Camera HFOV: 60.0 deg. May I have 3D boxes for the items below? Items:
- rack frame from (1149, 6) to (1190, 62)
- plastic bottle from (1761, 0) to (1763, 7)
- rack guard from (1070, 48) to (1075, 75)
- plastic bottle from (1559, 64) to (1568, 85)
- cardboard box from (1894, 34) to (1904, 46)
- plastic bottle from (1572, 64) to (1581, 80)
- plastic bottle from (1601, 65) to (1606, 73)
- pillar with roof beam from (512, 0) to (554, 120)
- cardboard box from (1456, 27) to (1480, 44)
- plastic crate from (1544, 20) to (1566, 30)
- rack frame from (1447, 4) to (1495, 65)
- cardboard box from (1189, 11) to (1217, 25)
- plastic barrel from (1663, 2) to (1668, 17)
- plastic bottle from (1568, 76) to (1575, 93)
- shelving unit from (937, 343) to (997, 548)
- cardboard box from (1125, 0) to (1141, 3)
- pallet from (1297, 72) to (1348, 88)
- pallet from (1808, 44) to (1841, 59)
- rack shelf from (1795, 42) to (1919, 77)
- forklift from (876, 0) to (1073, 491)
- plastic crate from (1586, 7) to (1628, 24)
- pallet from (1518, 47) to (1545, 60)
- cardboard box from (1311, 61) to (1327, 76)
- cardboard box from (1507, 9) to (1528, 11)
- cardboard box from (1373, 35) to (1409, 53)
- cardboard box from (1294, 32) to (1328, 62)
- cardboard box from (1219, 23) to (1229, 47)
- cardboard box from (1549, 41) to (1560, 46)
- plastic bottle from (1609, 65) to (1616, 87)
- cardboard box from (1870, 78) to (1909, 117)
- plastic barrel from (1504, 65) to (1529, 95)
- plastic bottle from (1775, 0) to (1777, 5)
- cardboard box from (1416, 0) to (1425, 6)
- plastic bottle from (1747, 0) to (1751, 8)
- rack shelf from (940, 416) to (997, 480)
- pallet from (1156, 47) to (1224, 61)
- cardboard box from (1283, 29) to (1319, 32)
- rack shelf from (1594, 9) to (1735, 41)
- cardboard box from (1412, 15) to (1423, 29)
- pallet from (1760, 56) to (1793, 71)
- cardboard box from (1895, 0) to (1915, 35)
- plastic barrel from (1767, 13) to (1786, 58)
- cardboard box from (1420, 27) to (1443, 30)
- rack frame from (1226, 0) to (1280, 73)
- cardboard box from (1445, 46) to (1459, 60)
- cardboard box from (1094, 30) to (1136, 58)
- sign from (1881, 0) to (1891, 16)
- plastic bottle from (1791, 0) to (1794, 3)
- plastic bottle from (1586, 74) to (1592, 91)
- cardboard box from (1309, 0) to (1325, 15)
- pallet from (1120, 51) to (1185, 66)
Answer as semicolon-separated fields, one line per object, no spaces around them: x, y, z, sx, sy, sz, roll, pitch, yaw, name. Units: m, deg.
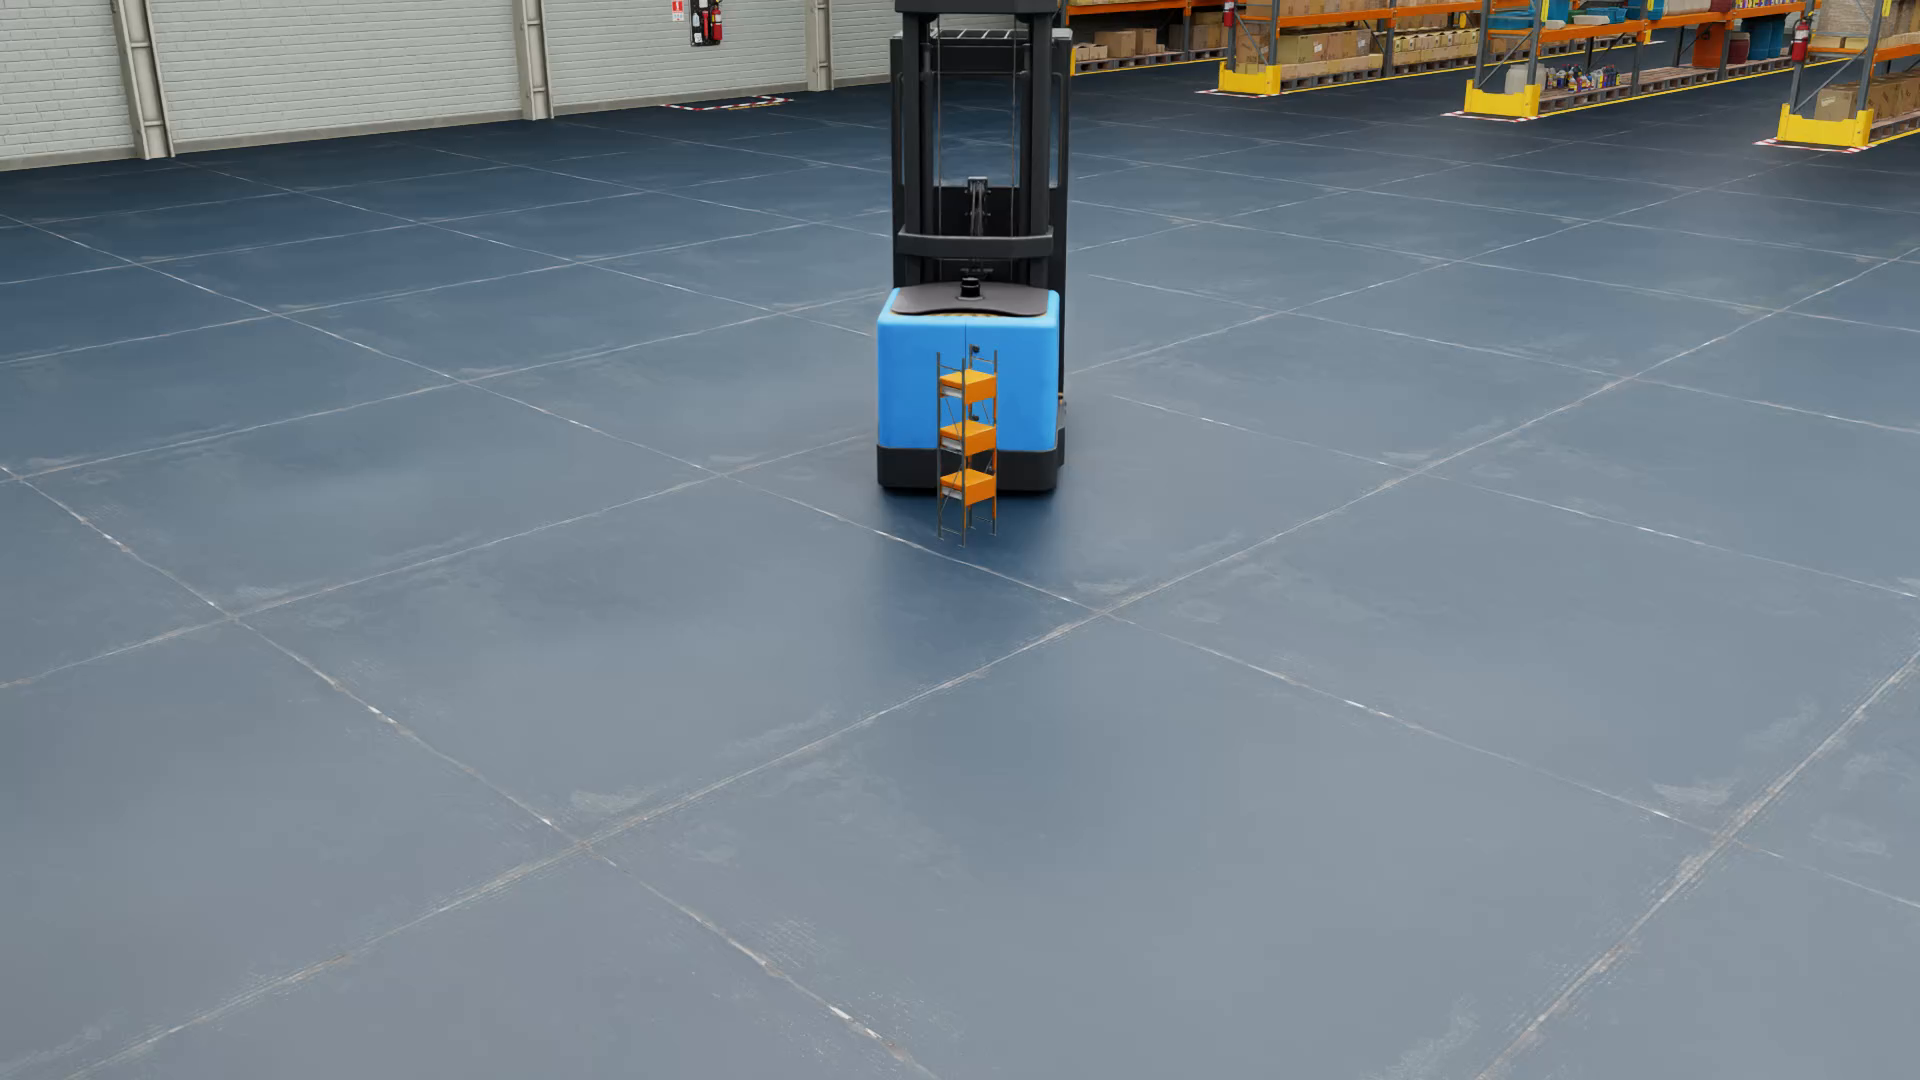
4.534;-11.873;35.785;1.000;3.000;0.127;19;28;41;rack frame
15.862;-10.712;32.943;0.097;0.271;0.097;0;21;0;plastic bottle
1.796;-9.698;33.609;1.175;0.500;0.348;19;28;41;rack guard
10.640;-8.210;29.334;0.144;0.351;0.185;18;27;38;plastic bottle
13.472;-7.274;24.169;0.380;0.149;0.250;19;28;41;cardboard box
10.875;-8.223;29.366;0.144;0.351;0.185;19;28;41;plastic bottle
11.286;-8.161;29.205;0.144;0.351;0.185;19;28;41;plastic bottle
-3.675;-9.880;22.236;9.100;9.000;0.400;19;28;41;pillar with roof beam
10.687;-10.641;35.043;0.500;0.311;0.500;-19;28;-41;cardboard box
9.696;-8.392;27.095;0.298;0.136;0.250;19;28;41;plastic crate
10.876;-11.663;35.237;1.000;3.000;0.127;19;28;41;rack frame
5.340;-11.569;36.819;0.500;0.250;0.500;19;28;40;cardboard box
12.665;-9.631;30.144;0.301;0.262;0.301;0;21;0;plastic barrel
10.330;-7.685;28.079;0.097;0.271;0.097;0;21;0;plastic bottle
0.037;-0.504;8.922;0.215;1.050;0.252;19;28;41;shelving unit
3.377;-11.226;34.282;0.500;0.250;0.500;20;28;41;cardboard box
6.650;-8.824;31.737;1.003;0.211;1.213;19;28;41;pallet
19.400;-10.974;37.333;1.003;0.211;1.213;19;28;41;pallet
13.785;-7.304;24.900;1.077;0.370;4.000;19;28;41;rack shelf
0.141;-2.137;10.549;1.130;2.935;3.031;2;21;4;forklift
11.054;-8.972;28.443;0.499;0.251;0.616;19;28;41;plastic crate
12.275;-10.856;37.024;1.003;0.211;1.213;19;28;41;pallet
6.524;-8.859;31.189;0.500;0.250;0.500;19;28;41;cardboard box
12.457;-11.759;37.313;0.500;0.250;0.500;19;28;41;cardboard box
8.552;-9.853;32.993;0.500;0.311;0.500;19;28;41;cardboard box
6.516;-9.212;31.062;0.500;0.500;0.500;19;28;41;cardboard box
5.745;-11.372;37.350;0.700;0.500;0.500;20;28;41;cardboard box
13.177;-11.406;37.439;0.500;0.500;0.500;19;28;41;cardboard box
11.389;-8.125;29.111;0.144;0.351;0.185;18;28;39;plastic bottle
14.102;-6.762;25.386;0.500;0.500;0.500;16;26;36;cardboard box
9.246;-7.589;27.519;0.421;0.512;0.421;0;21;0;plastic barrel
16.408;-10.880;33.478;0.097;0.201;0.097;0;21;0;plastic bottle
9.000;-11.010;33.399;0.500;0.500;0.500;-18;27;-38;cardboard box
15.405;-10.540;32.478;0.061;0.283;0.133;19;28;41;plastic bottle
0.037;-0.494;8.926;0.215;0.259;0.240;19;28;41;rack shelf
5.076;-10.772;36.806;1.003;0.211;1.213;19;28;41;pallet
6.493;-9.470;31.734;0.500;0.500;0.500;19;28;41;cardboard box
13.027;-9.572;30.800;1.077;0.370;4.000;19;28;41;rack shelf
11.422;-13.385;42.617;0.500;0.500;0.700;-19;28;-41;cardboard box
16.645;-9.961;34.695;1.003;0.211;1.213;19;28;41;pallet
13.436;-7.722;24.431;0.875;0.500;0.500;19;28;41;cardboard box
16.821;-10.531;34.632;0.600;0.901;0.708;19;28;41;plastic barrel
9.940;-10.639;35.038;0.500;0.311;0.500;18;28;39;cardboard box
5.295;-9.606;29.886;1.000;3.000;0.127;19;28;41;rack frame
9.974;-10.117;34.462;0.500;0.250;0.500;-19;28;-41;cardboard box
3.236;-10.362;34.722;0.700;0.500;0.500;17;27;37;cardboard box
12.779;-7.394;22.925;0.100;0.325;0.005;19;28;41;sign
17.041;-11.143;34.046;0.061;0.283;0.133;19;28;41;plastic bottle
10.780;-7.851;28.510;0.097;0.271;0.097;0;21;0;plastic bottle
6.343;-10.032;30.855;0.700;0.500;0.500;19;28;41;cardboard box
4.090;-10.390;35.813;1.003;0.211;1.213;19;28;41;pallet
